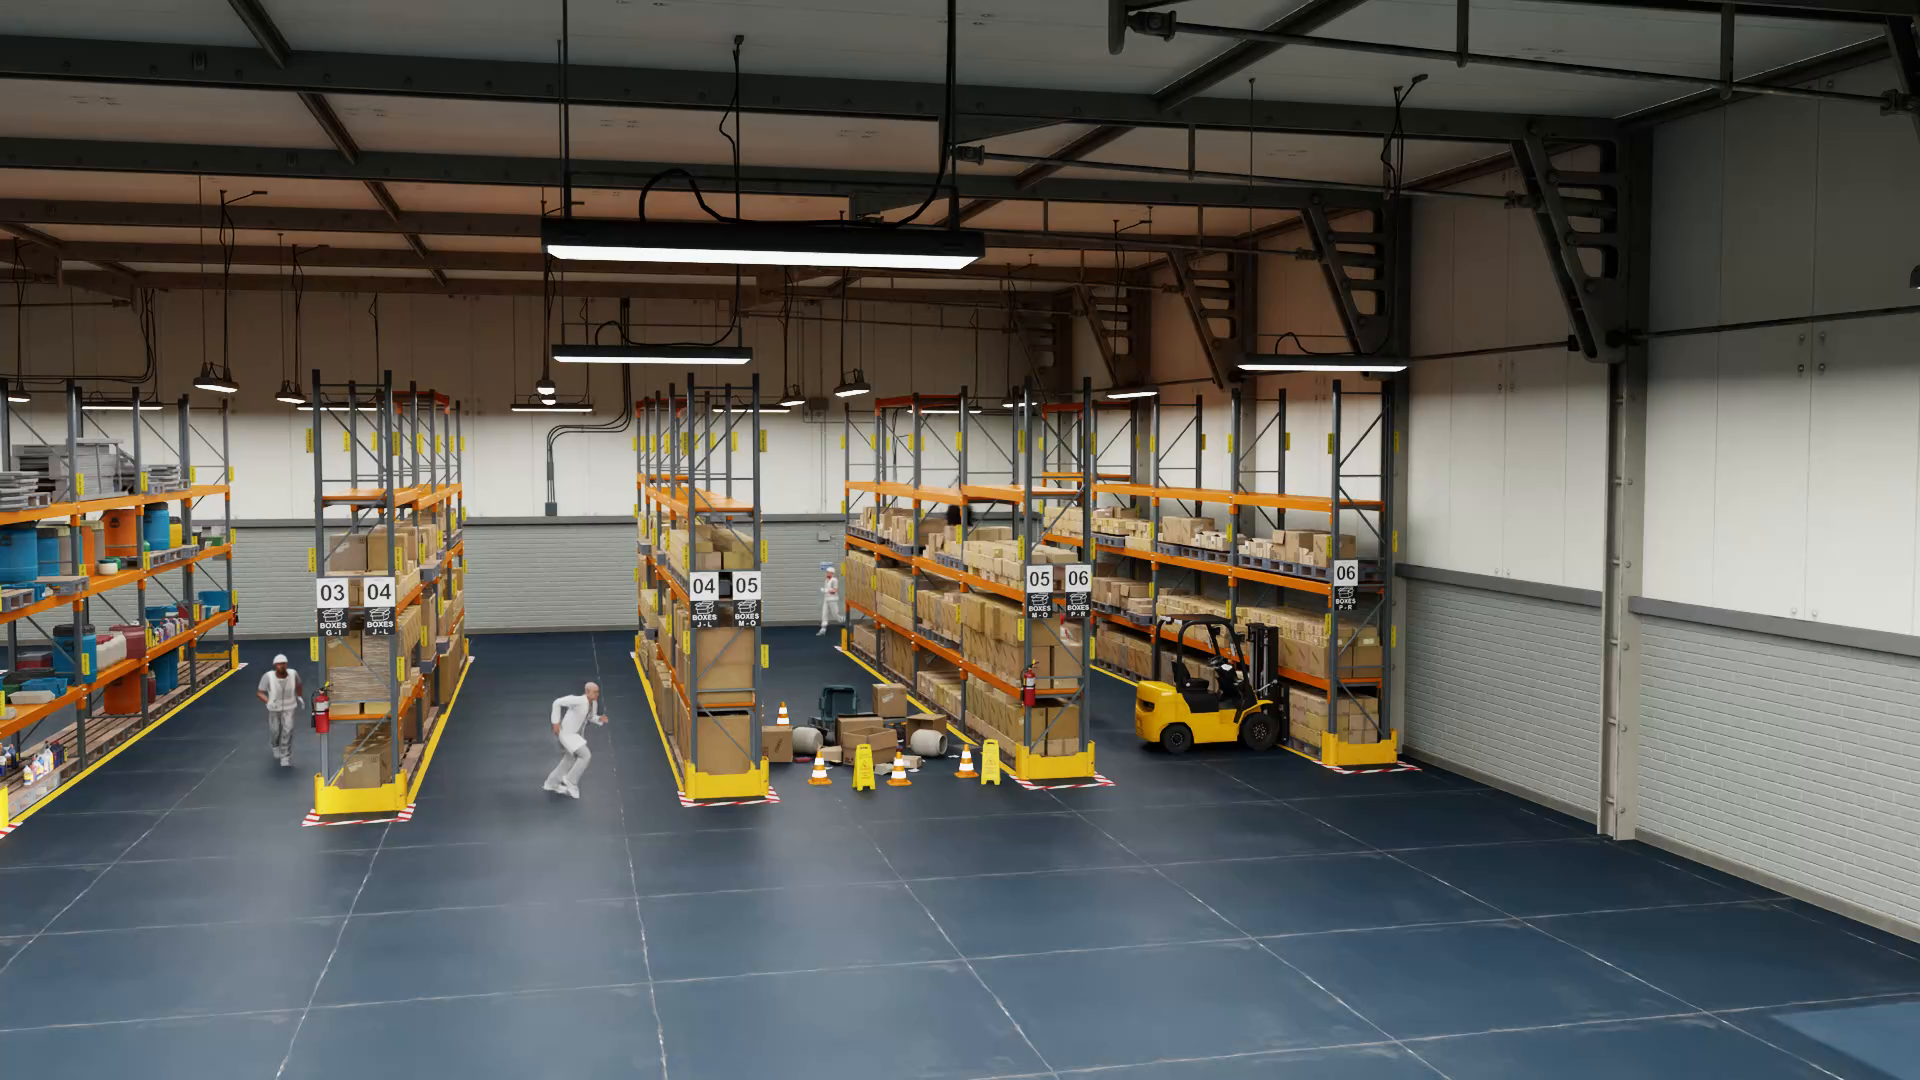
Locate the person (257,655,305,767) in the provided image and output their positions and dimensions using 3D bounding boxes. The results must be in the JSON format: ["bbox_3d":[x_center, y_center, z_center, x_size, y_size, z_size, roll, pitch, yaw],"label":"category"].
[{"bbox_3d":[-10.614,2.635,25.974,0.686,1.741,0.884,-2,4,-27],"label":"person"}]

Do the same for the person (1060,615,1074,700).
[{"bbox_3d":[1.875,2.295,31.881,0.654,1.760,0.684,-1,3,-12],"label":"person"}]

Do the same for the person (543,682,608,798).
[{"bbox_3d":[-5.477,2.835,23.522,1.035,1.666,0.753,1,4,21],"label":"person"}]

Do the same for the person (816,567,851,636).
[{"bbox_3d":[-3.318,1.587,43.174,0.991,1.769,0.671,-2,4,-33],"label":"person"}]
